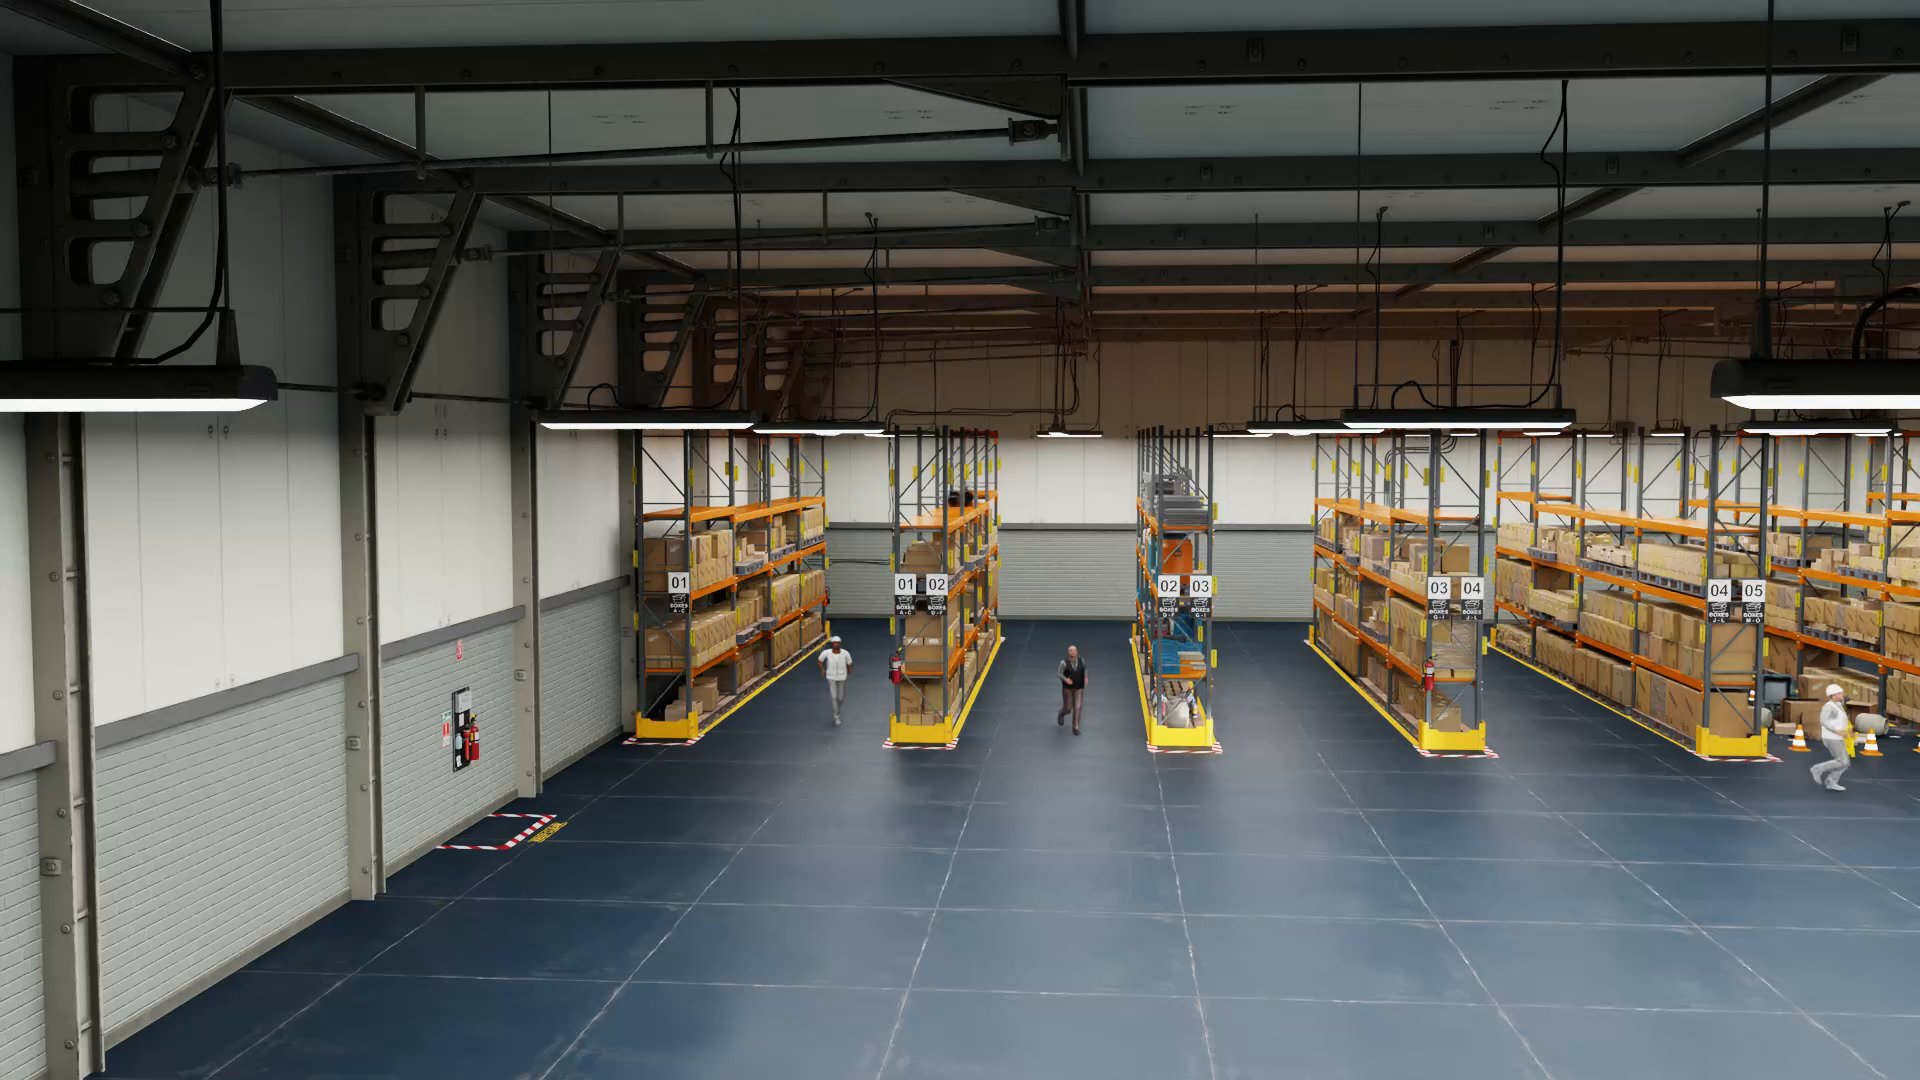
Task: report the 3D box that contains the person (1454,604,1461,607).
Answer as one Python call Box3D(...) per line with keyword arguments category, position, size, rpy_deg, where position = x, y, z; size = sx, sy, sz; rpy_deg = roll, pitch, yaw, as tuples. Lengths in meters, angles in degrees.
Box3D(category="person", position=(13.457, 2.093, 45.279), size=(0.730, 1.779, 0.863), rpy_deg=(2, 4, 27))

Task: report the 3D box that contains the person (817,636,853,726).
Box3D(category="person", position=(-2.513, 2.824, 33.711), size=(0.699, 1.769, 0.927), rpy_deg=(-1, 4, -14))

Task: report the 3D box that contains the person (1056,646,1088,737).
Box3D(category="person", position=(2.202, 2.922, 32.503), size=(0.670, 1.726, 0.897), rpy_deg=(-1, 3, -9))

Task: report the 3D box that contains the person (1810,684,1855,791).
Box3D(category="person", position=(14.274, 3.221, 27.194), size=(0.580, 1.726, 0.646), rpy_deg=(3, 5, 42))
